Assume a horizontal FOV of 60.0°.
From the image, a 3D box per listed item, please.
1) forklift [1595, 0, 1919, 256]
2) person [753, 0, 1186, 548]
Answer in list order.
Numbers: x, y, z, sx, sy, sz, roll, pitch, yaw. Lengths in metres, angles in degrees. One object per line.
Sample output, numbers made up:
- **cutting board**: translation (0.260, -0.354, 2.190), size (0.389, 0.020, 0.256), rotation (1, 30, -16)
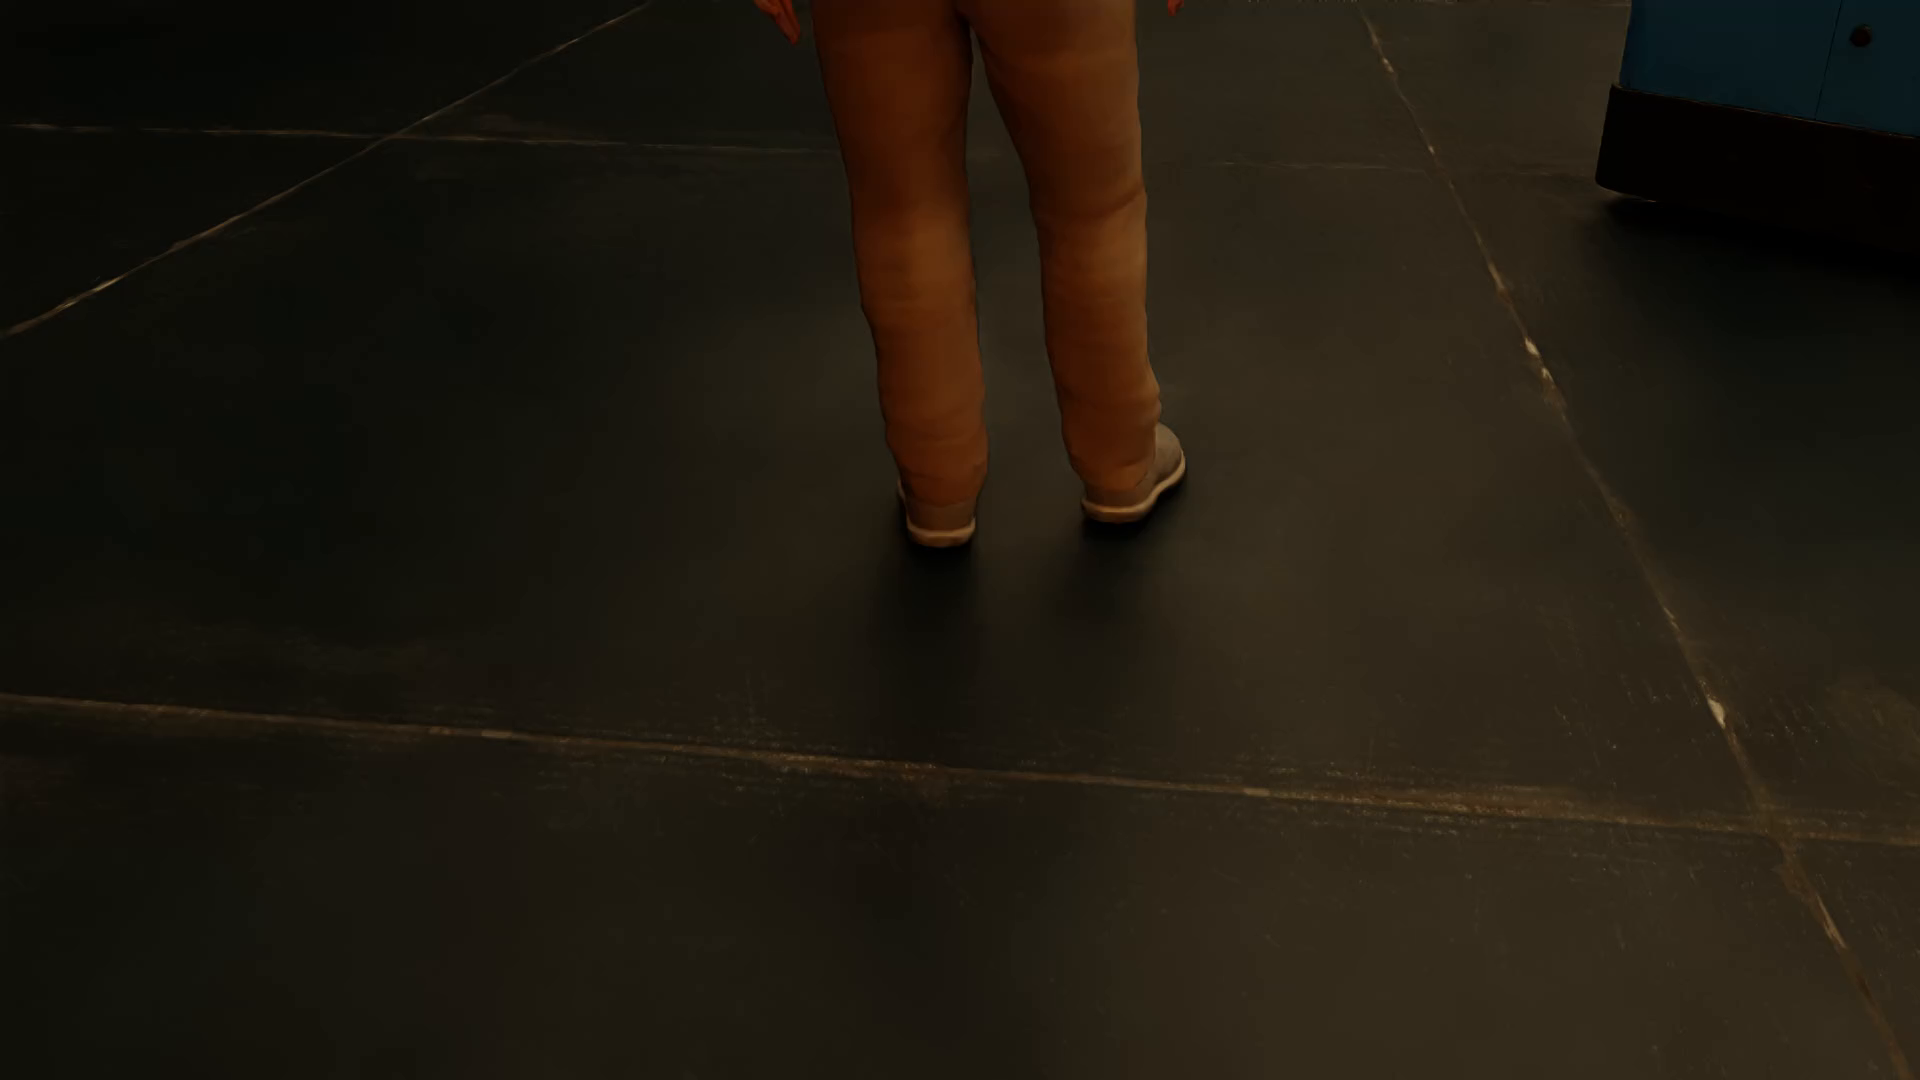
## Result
- **forklift**: translation (3.018, -2.388, 4.003), size (3.031, 2.935, 1.130), rotation (-21, 33, -35)
- **person**: translation (0.024, -0.819, 2.189), size (0.640, 1.727, 0.550), rotation (3, 27, 7)
